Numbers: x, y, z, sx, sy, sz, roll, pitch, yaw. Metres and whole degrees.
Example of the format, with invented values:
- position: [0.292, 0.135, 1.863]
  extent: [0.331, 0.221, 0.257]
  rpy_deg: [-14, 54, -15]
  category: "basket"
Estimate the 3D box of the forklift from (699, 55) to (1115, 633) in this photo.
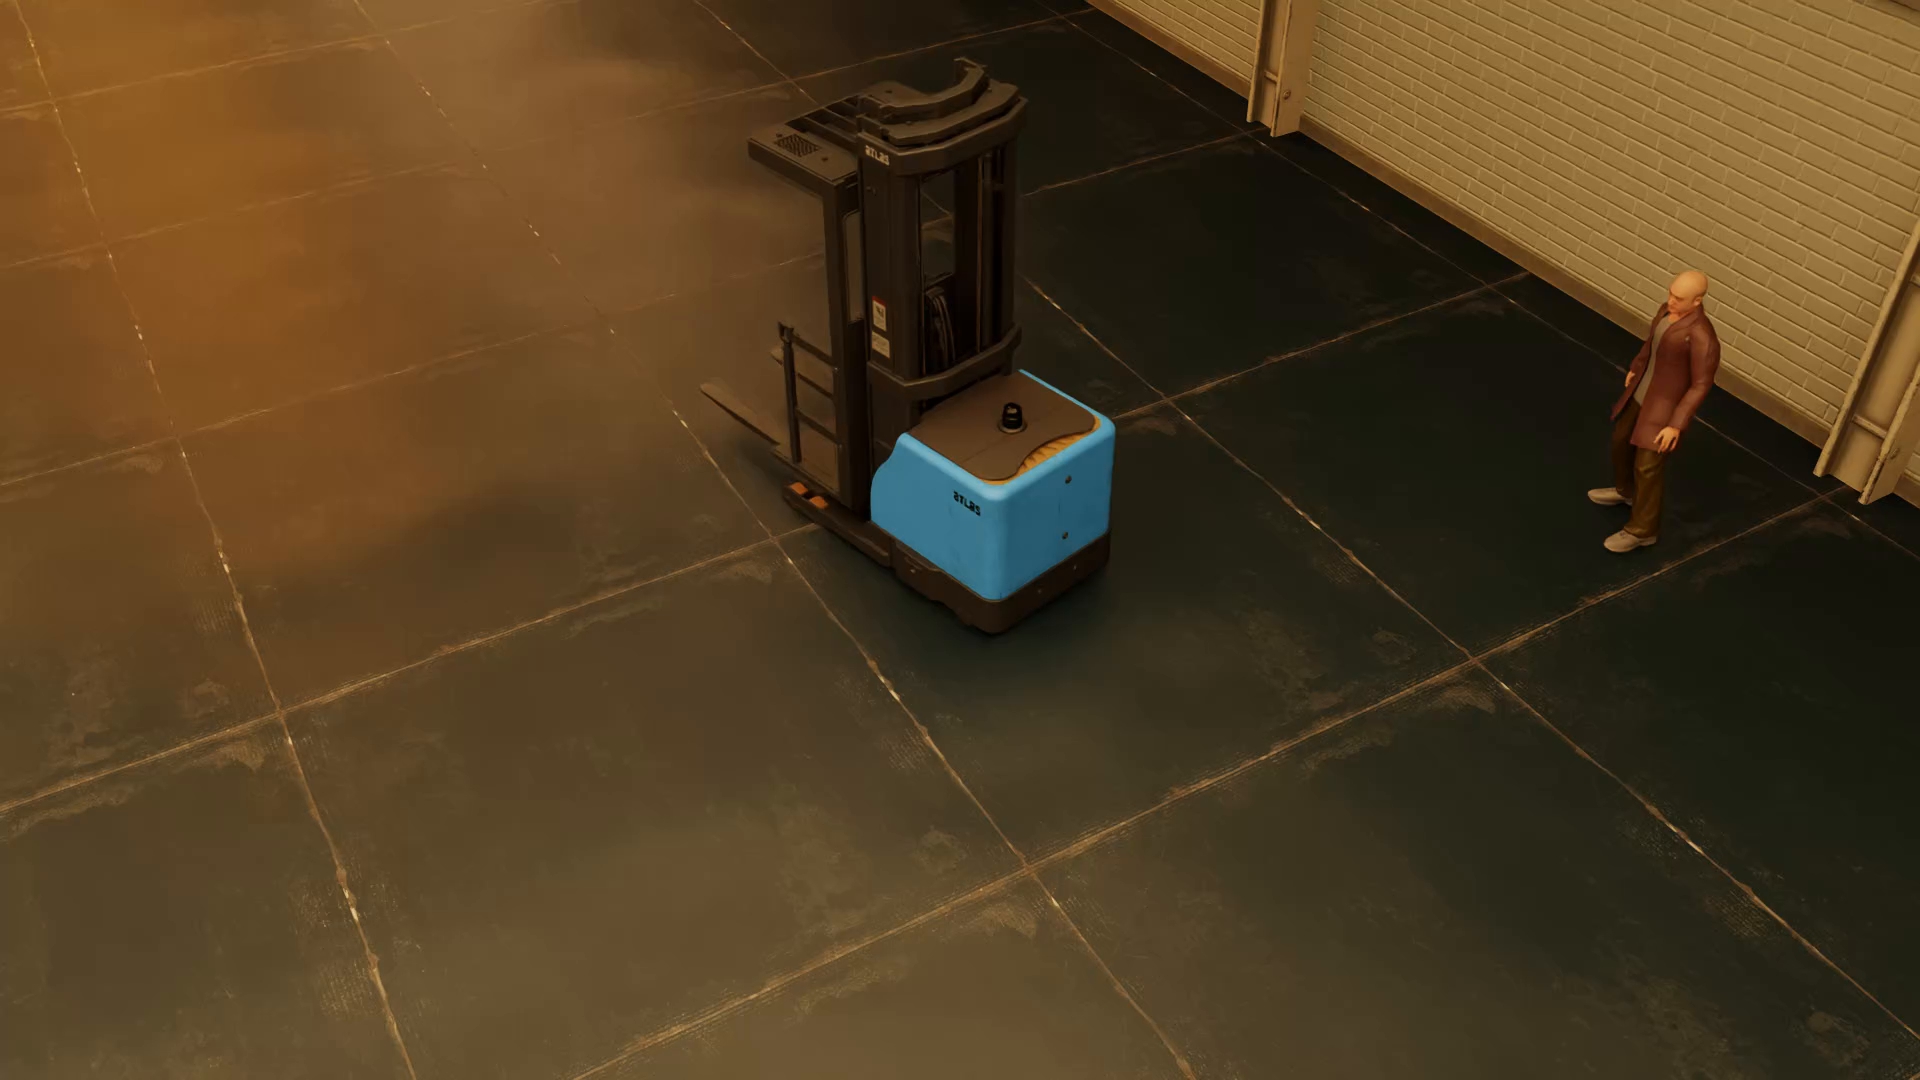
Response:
- position: [-0.477, -1.440, 9.772]
  extent: [1.130, 2.935, 3.031]
  rpy_deg: [-31, 49, -32]
  category: "forklift"

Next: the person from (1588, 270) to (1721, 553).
- position: [4.159, -0.836, 9.966]
  extent: [0.464, 1.756, 0.809]
  rpy_deg: [-4, 40, -5]
  category: "person"
